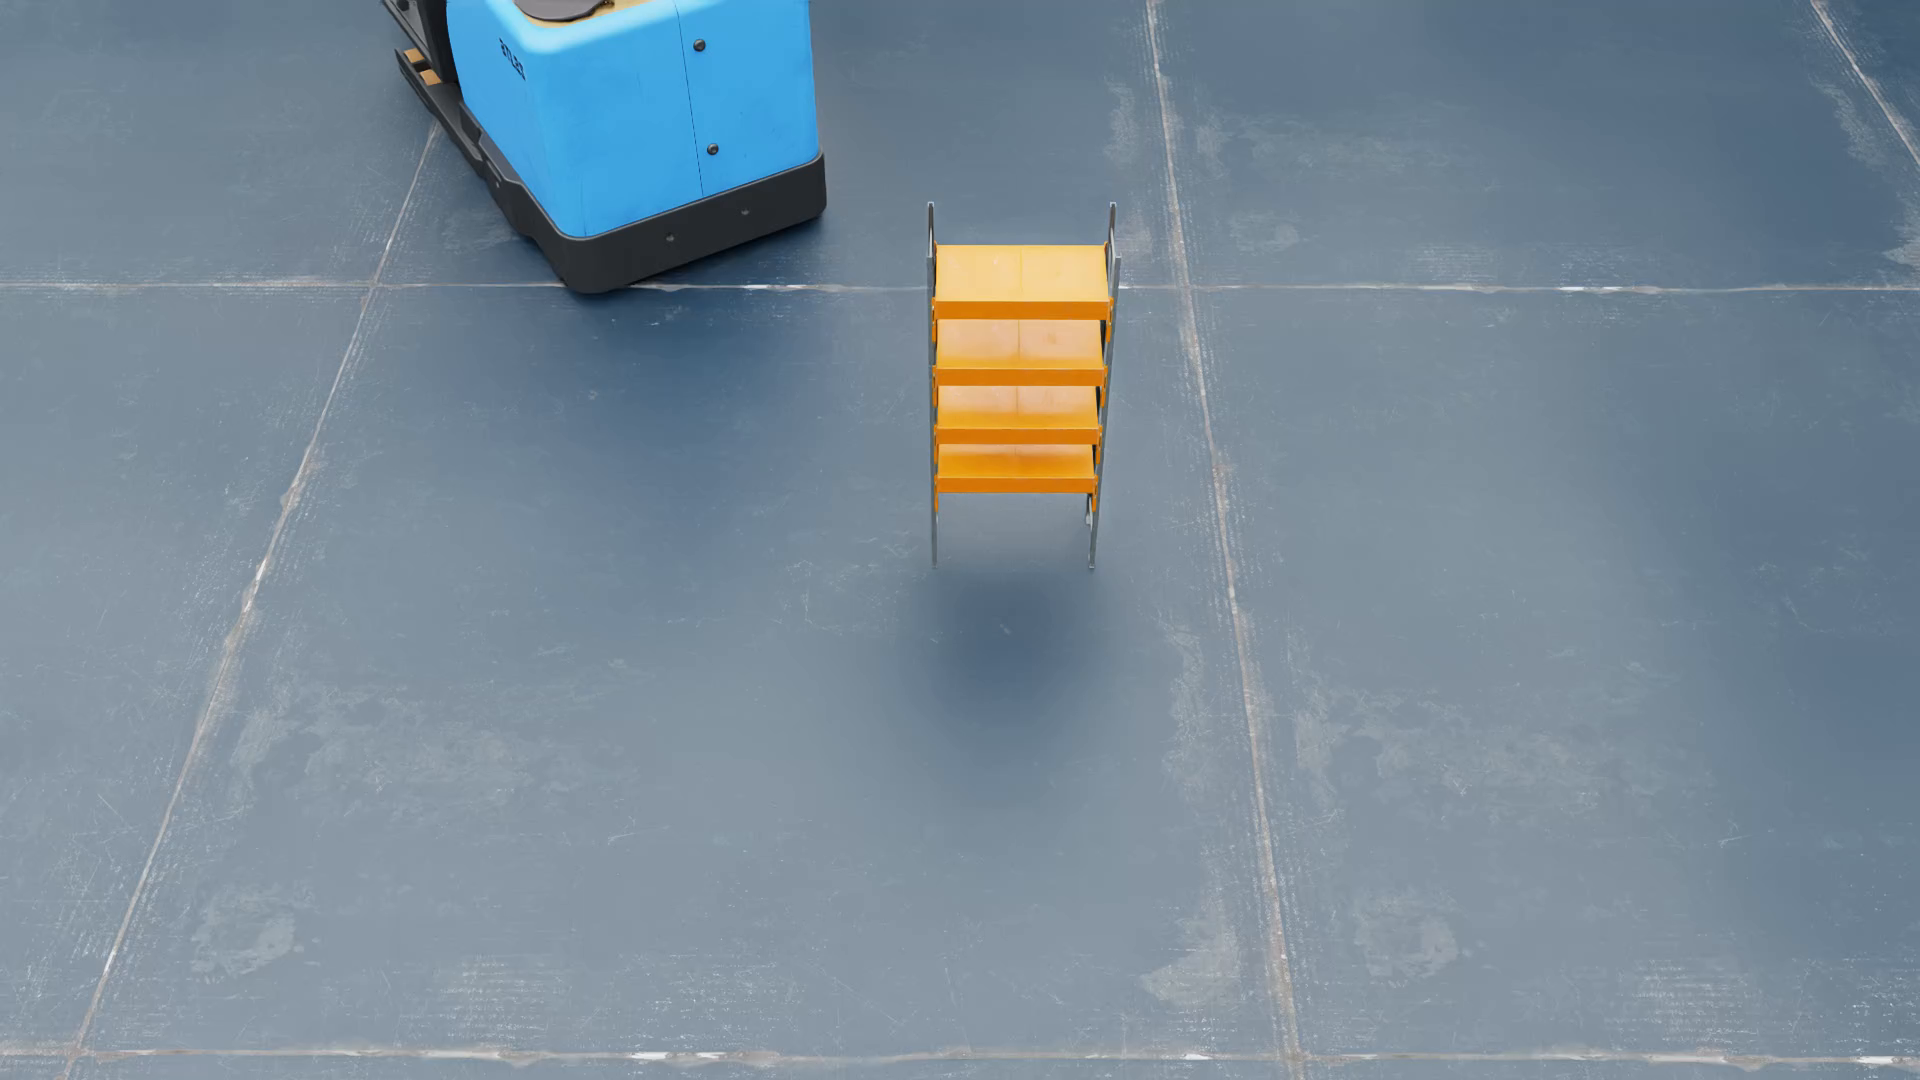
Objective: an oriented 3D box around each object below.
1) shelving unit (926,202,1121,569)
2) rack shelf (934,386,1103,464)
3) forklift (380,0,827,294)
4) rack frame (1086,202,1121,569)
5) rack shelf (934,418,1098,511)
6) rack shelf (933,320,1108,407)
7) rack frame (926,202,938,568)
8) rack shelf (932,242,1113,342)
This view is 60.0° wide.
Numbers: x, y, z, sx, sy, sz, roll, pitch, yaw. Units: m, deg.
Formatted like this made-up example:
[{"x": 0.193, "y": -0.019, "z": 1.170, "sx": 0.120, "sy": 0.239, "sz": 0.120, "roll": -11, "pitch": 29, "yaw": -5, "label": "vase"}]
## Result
[{"x": 0.166, "y": -0.408, "z": 4.810, "sx": 0.503, "sy": 1.200, "sz": 0.258, "roll": 0, "pitch": 47, "yaw": 0, "label": "shelving unit"}, {"x": 0.166, "y": -0.363, "z": 4.860, "sx": 0.480, "sy": 0.148, "sz": 0.258, "roll": 0, "pitch": 47, "yaw": 0, "label": "rack shelf"}, {"x": -1.707, "y": -2.948, "z": 5.992, "sx": 1.130, "sy": 2.935, "sz": 3.031, "roll": -24, "pitch": 52, "yaw": -21, "label": "forklift"}, {"x": 0.410, "y": -0.408, "z": 4.810, "sx": 0.015, "sy": 1.200, "sz": 0.240, "roll": 0, "pitch": 47, "yaw": 0, "label": "rack frame"}, {"x": 0.166, "y": -0.227, "z": 5.005, "sx": 0.480, "sy": 0.148, "sz": 0.258, "roll": 0, "pitch": 47, "yaw": 0, "label": "rack shelf"}, {"x": 0.166, "y": -0.515, "z": 4.696, "sx": 0.480, "sy": 0.148, "sz": 0.258, "roll": 0, "pitch": 47, "yaw": 0, "label": "rack shelf"}, {"x": -0.078, "y": -0.409, "z": 4.811, "sx": 0.015, "sy": 1.200, "sz": 0.240, "roll": 0, "pitch": 47, "yaw": 0, "label": "rack frame"}, {"x": 0.166, "y": -0.676, "z": 4.523, "sx": 0.480, "sy": 0.148, "sz": 0.258, "roll": 0, "pitch": 47, "yaw": 0, "label": "rack shelf"}]
